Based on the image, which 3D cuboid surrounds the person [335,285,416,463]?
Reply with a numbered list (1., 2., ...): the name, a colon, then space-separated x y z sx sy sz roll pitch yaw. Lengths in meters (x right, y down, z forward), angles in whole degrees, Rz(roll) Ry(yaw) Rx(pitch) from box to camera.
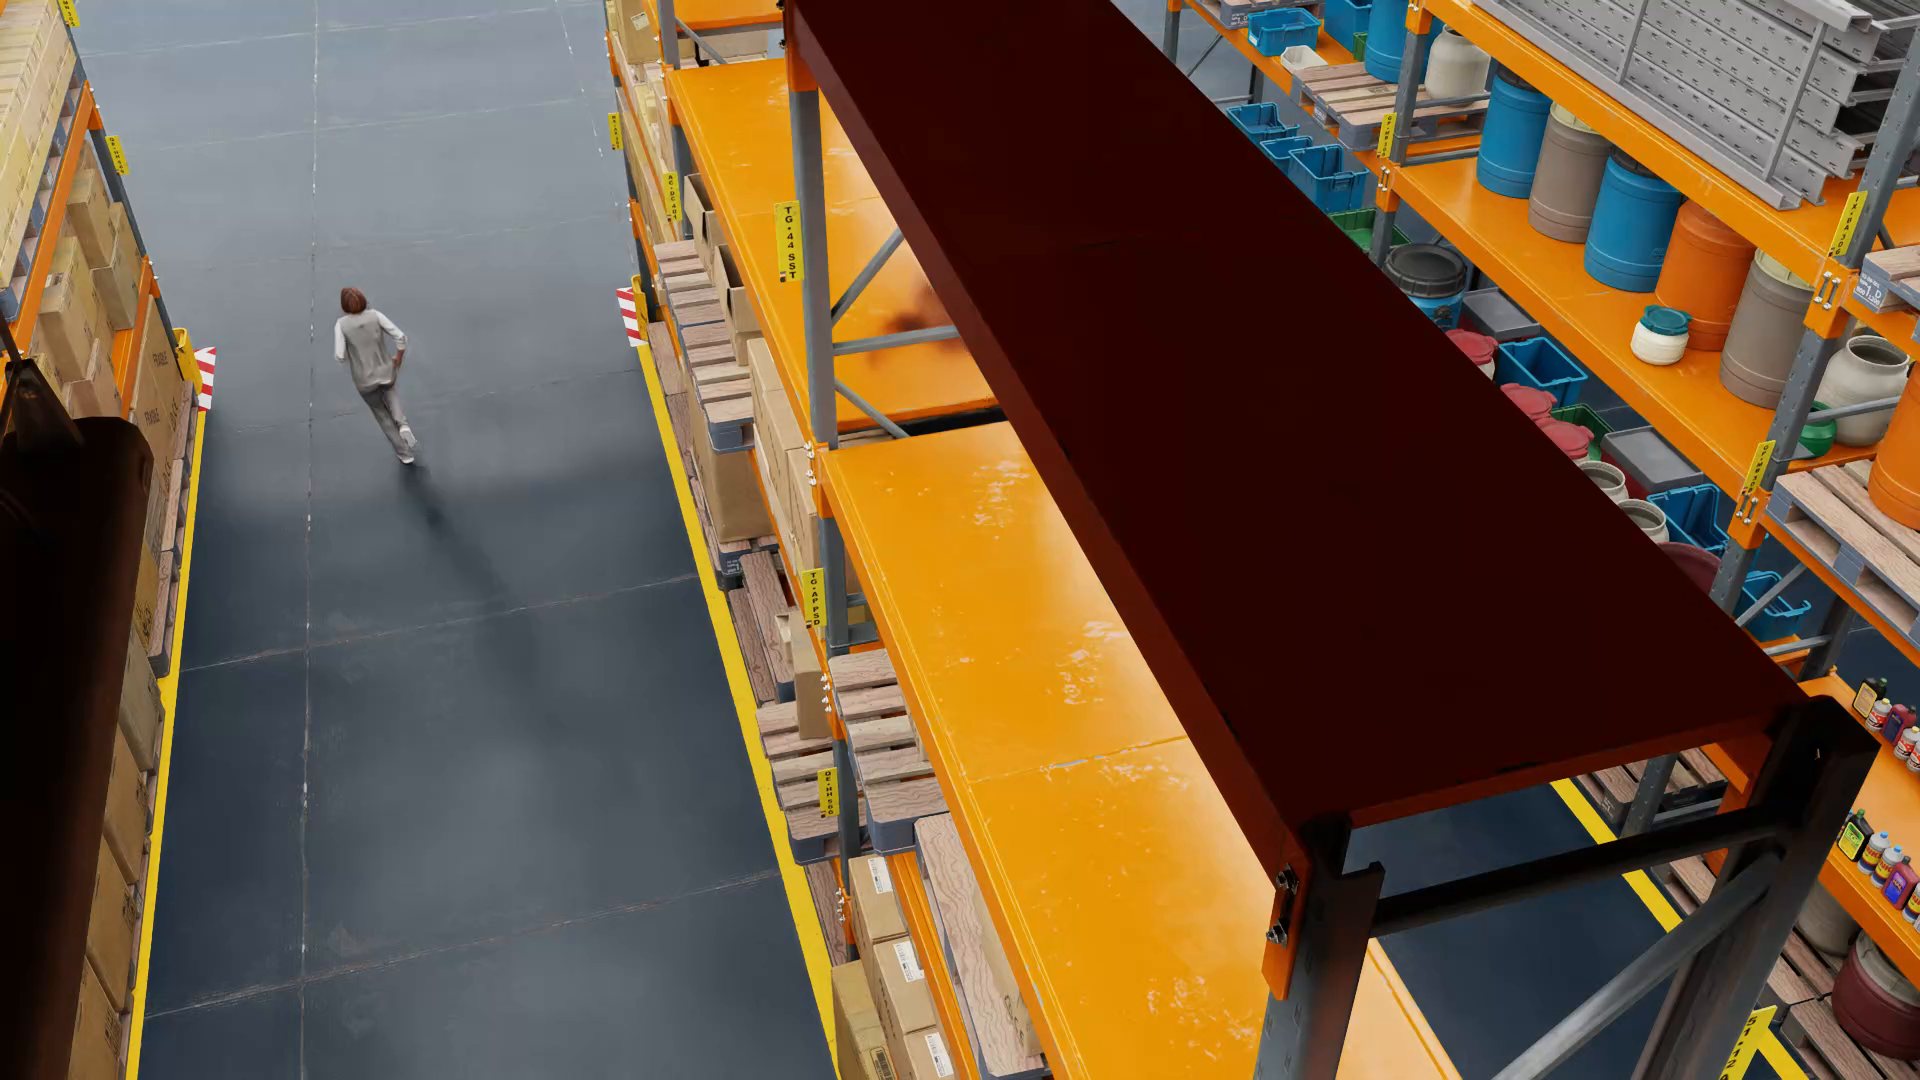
1. person: -4.664 -1.333 13.257 0.540 1.556 0.552 -23 44 -26
